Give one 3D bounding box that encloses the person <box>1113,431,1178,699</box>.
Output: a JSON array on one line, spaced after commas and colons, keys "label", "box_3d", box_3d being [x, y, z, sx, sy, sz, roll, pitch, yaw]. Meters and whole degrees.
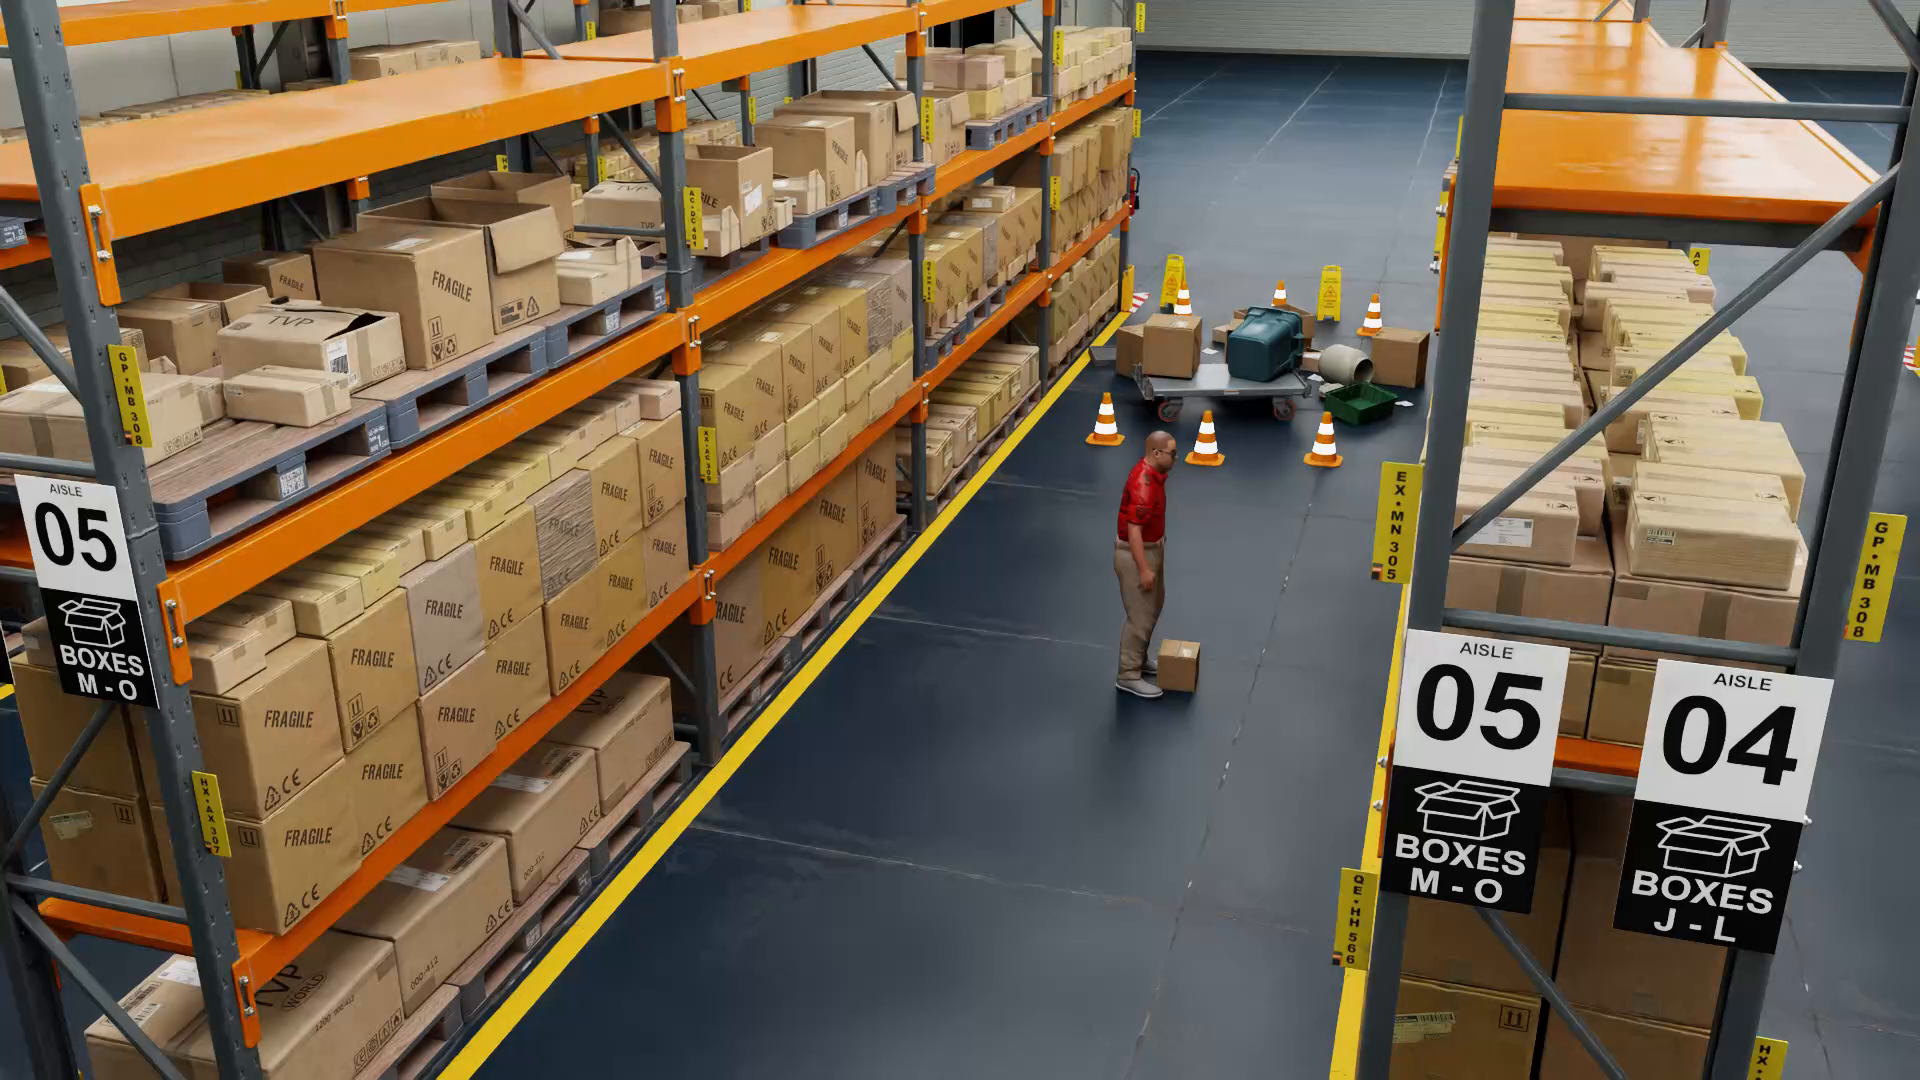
[{"label": "person", "box_3d": [1.202, 0.120, 10.804, 0.383, 1.728, 0.601, 6, 22, 14]}]
